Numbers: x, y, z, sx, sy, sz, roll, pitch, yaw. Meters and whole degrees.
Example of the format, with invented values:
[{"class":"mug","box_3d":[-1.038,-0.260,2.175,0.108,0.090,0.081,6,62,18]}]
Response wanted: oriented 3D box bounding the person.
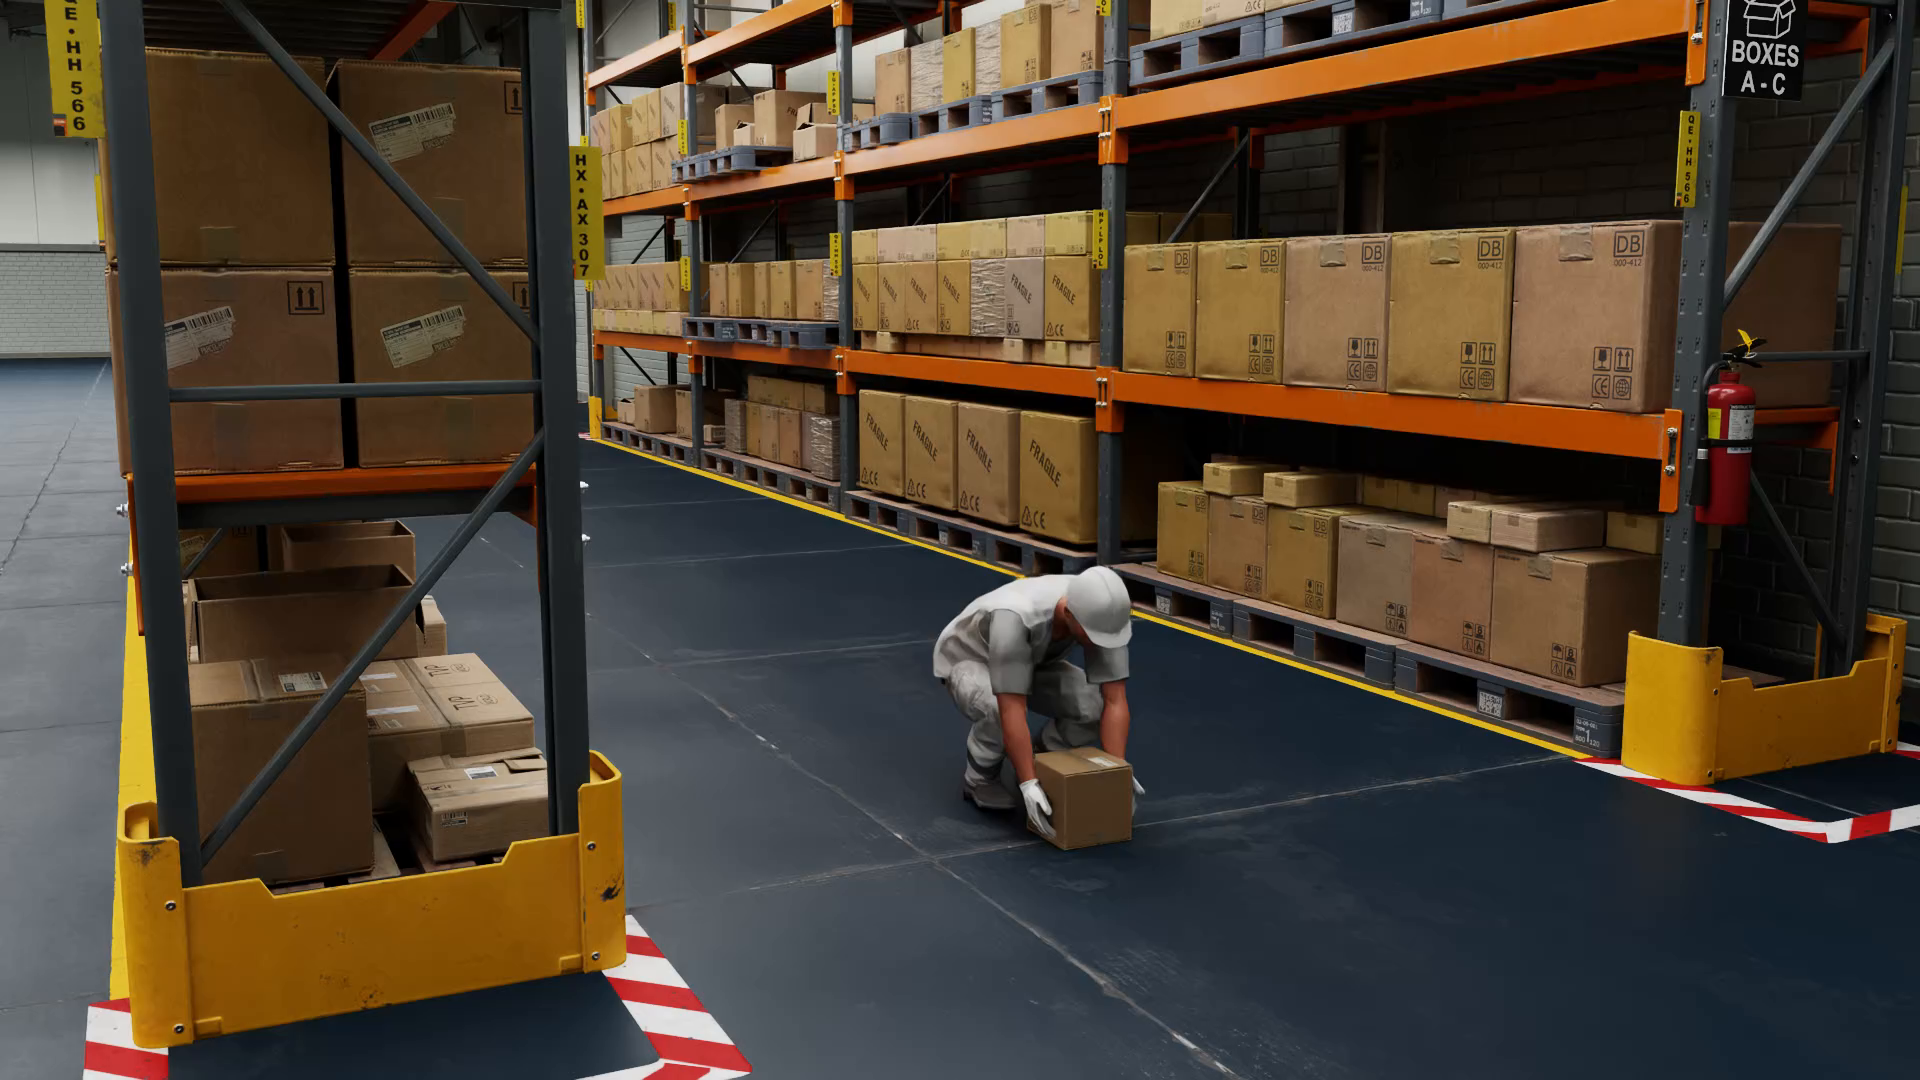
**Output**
[{"class":"person","box_3d":[0.262,0.479,5.639,0.559,0.882,0.888,-4,9,-26]}]
